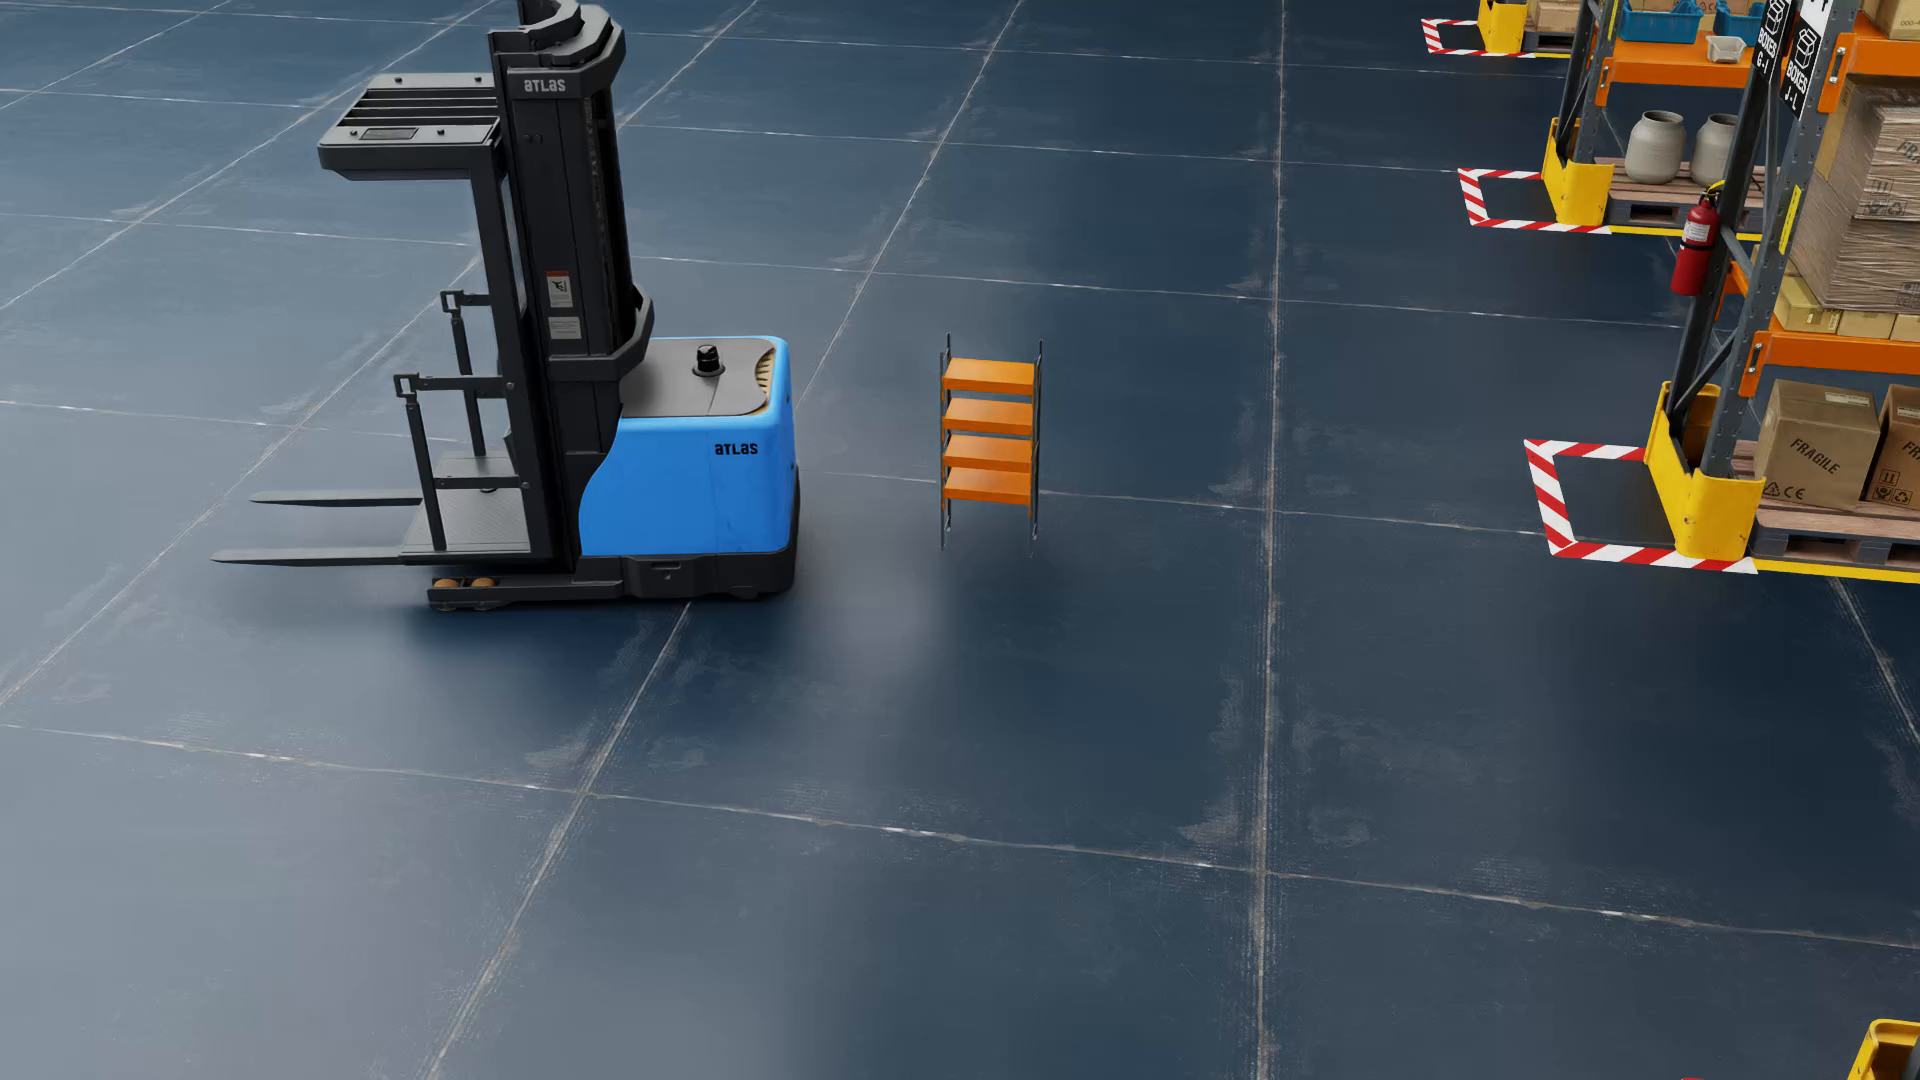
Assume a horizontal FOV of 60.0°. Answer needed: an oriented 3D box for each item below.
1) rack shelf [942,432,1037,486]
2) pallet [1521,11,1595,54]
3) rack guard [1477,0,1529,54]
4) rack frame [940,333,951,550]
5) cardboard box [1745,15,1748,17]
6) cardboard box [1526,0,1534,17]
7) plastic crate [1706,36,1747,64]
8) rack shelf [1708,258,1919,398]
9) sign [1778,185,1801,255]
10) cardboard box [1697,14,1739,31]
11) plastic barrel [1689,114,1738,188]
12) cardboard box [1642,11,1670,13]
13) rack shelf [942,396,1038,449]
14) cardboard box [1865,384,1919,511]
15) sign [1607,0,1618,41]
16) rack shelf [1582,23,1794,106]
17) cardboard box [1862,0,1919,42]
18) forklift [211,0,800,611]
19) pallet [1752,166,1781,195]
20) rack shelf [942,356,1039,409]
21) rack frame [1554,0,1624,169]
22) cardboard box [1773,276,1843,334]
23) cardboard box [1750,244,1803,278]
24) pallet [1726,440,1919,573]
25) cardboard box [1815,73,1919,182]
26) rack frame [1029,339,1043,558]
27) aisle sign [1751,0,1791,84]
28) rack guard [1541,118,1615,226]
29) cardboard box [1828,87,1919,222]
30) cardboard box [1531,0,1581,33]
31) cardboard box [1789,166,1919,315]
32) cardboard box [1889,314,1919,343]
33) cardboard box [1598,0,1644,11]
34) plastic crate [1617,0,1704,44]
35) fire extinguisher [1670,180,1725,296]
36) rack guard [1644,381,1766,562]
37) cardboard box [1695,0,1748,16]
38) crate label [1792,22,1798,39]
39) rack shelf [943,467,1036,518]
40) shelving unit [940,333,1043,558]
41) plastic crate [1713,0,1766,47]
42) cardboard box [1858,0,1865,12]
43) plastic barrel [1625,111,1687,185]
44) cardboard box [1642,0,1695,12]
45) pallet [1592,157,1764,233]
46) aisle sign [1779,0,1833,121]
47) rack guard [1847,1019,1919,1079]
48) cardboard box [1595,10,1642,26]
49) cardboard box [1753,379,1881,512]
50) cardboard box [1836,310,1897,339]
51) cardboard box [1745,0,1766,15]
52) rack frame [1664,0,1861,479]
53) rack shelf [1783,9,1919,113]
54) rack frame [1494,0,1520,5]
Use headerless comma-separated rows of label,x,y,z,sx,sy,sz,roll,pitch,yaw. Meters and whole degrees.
rack shelf,0.163,-0.437,8.944,0.480,0.148,0.258,5,32,8
pallet,6.561,-5.428,17.723,1.213,0.211,1.003,5,32,8
rack guard,5.776,-5.599,17.724,0.348,0.500,1.175,5,32,8
rack frame,-0.077,-0.516,8.943,0.015,1.200,0.240,5,32,8
cardboard box,8.262,-5.325,17.127,0.500,0.250,0.500,5,32,8
cardboard box,6.378,-5.775,17.845,0.500,0.250,0.500,5,32,8
plastic crate,5.791,-3.706,12.592,0.250,0.136,0.298,5,32,8
rack shelf,6.101,-0.992,8.686,4.000,0.370,1.077,5,32,8
sign,4.038,-1.559,8.097,0.005,0.325,0.100,5,32,8
cardboard box,7.769,-5.370,17.197,0.500,0.250,0.500,5,32,8
plastic barrel,6.118,-3.126,13.366,0.421,0.512,0.421,0,32,0
cardboard box,7.277,-5.417,17.273,0.500,0.250,0.500,5,32,8
rack shelf,0.163,-0.626,8.825,0.480,0.148,0.258,5,32,8
cardboard box,5.337,-0.494,9.172,0.500,0.500,0.500,14,35,21
sign,4.866,-3.896,12.386,0.005,0.325,0.100,5,32,8
rack shelf,6.934,-3.582,12.824,4.000,0.370,1.077,5,32,8
cardboard box,4.561,-2.505,7.739,0.500,0.250,0.500,6,33,10
forklift,-2.409,-1.159,8.339,3.031,2.935,1.130,-1,32,-2
pallet,7.044,-2.716,13.391,1.213,0.211,1.003,5,32,8
rack shelf,0.163,-0.827,8.700,0.480,0.148,0.258,5,32,8
rack frame,4.963,-4.066,12.919,0.127,3.000,1.000,5,32,8
cardboard box,4.370,-1.219,8.607,0.250,0.149,0.380,5,32,8
cardboard box,4.445,-1.452,8.979,0.250,0.149,0.380,5,32,8
pallet,4.999,-0.196,9.364,1.213,0.211,1.003,5,32,8
cardboard box,4.713,-2.148,8.537,0.500,0.500,0.500,5,32,8
rack frame,0.404,-0.472,8.873,0.015,1.200,0.240,5,32,8
aisle sign,4.119,-2.740,8.350,0.004,0.787,0.394,5,32,8
rack guard,5.045,-3.024,13.610,0.348,0.500,1.175,5,32,8
cardboard box,4.626,-1.876,8.103,0.500,0.500,0.500,5,32,8
cardboard box,6.291,-5.505,17.413,0.500,0.250,0.500,5,32,8
cardboard box,4.667,-1.581,8.573,0.500,0.500,0.875,5,32,8
cardboard box,4.857,-1.156,8.507,0.250,0.149,0.380,5,32,8
cardboard box,6.784,-5.779,17.144,0.500,0.500,0.500,5,32,8
plastic crate,5.506,-4.115,13.137,0.616,0.251,0.499,5,32,8
fire extinguisher,4.094,-1.694,9.202,0.183,0.674,0.296,5,32,8
rack guard,4.204,-0.409,9.433,0.348,0.500,1.175,5,32,8
cardboard box,7.769,-5.687,16.998,0.500,0.500,0.500,5,32,8
crate label,6.822,-4.058,12.873,0.616,0.435,0.502,5,32,8
rack shelf,0.163,-0.268,9.049,0.480,0.148,0.258,5,32,8
shelving unit,0.163,-0.494,8.908,0.503,1.200,0.258,5,32,8
plastic crate,6.146,-4.054,13.039,0.408,0.251,0.499,5,32,8
cardboard box,4.647,-2.773,8.168,0.500,0.250,0.500,6,33,9
plastic barrel,5.624,-3.171,13.437,0.421,0.512,0.421,0,32,0
cardboard box,7.279,-5.741,17.083,0.500,0.500,0.500,5,32,8
pallet,5.845,-2.826,13.567,1.213,0.211,1.003,5,32,8
aisle sign,4.018,-2.426,7.849,0.004,0.787,0.394,5,32,8
rack guard,3.172,2.167,5.317,0.348,0.500,1.175,5,32,8
cardboard box,6.784,-5.462,17.344,0.500,0.250,0.500,5,32,8
cardboard box,4.742,-0.529,9.229,0.500,0.500,0.500,11,34,17
cardboard box,4.613,-1.187,8.555,0.250,0.149,0.380,5,32,8
cardboard box,8.264,-5.650,16.938,0.500,0.500,0.500,5,32,8
rack frame,4.129,-1.476,8.780,0.127,3.000,1.000,5,32,8
rack shelf,6.101,-2.264,7.890,4.000,0.370,1.077,5,32,8
rack frame,5.800,-6.656,17.057,0.127,3.000,1.000,5,32,8
